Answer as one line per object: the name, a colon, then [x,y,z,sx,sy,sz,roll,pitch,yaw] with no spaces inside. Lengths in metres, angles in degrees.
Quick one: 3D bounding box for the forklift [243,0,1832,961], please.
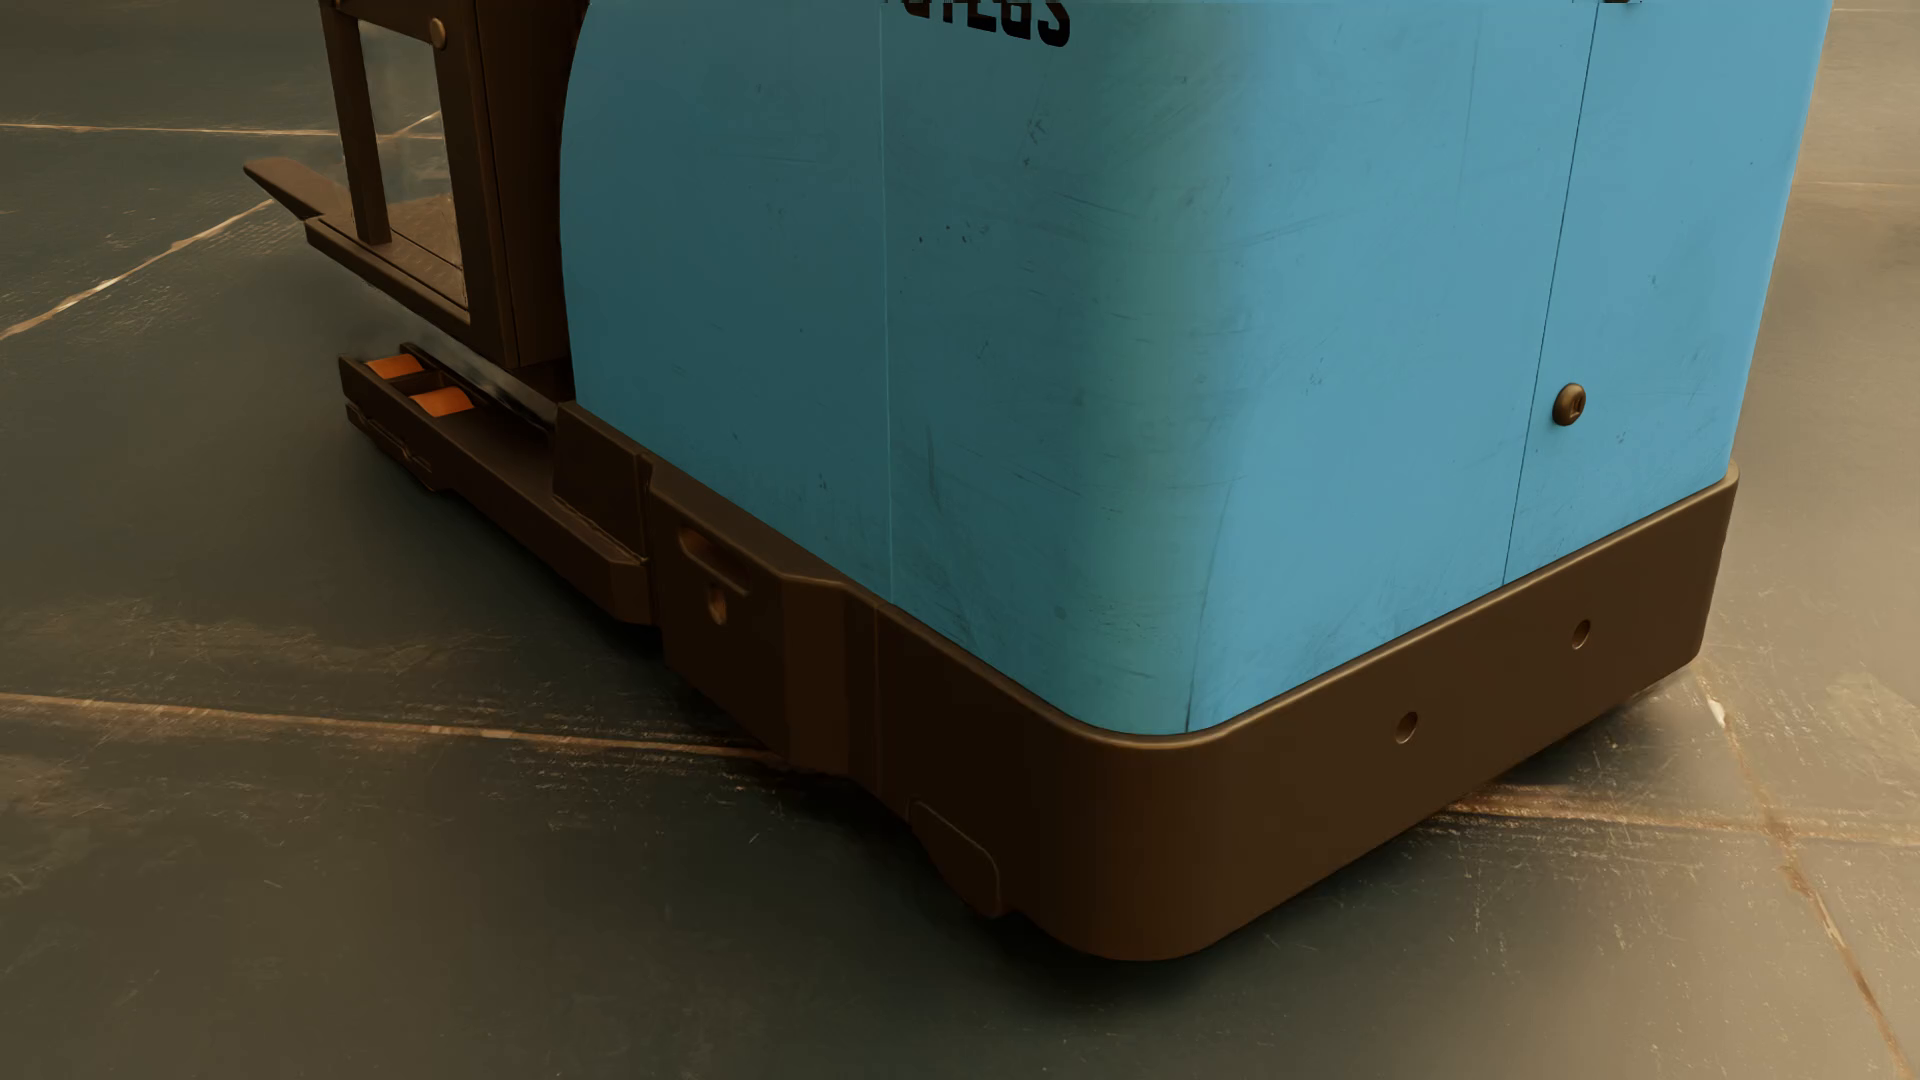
forklift: [-0.378,-1.509,2.242,1.130,2.935,3.031,-19,32,-34]
